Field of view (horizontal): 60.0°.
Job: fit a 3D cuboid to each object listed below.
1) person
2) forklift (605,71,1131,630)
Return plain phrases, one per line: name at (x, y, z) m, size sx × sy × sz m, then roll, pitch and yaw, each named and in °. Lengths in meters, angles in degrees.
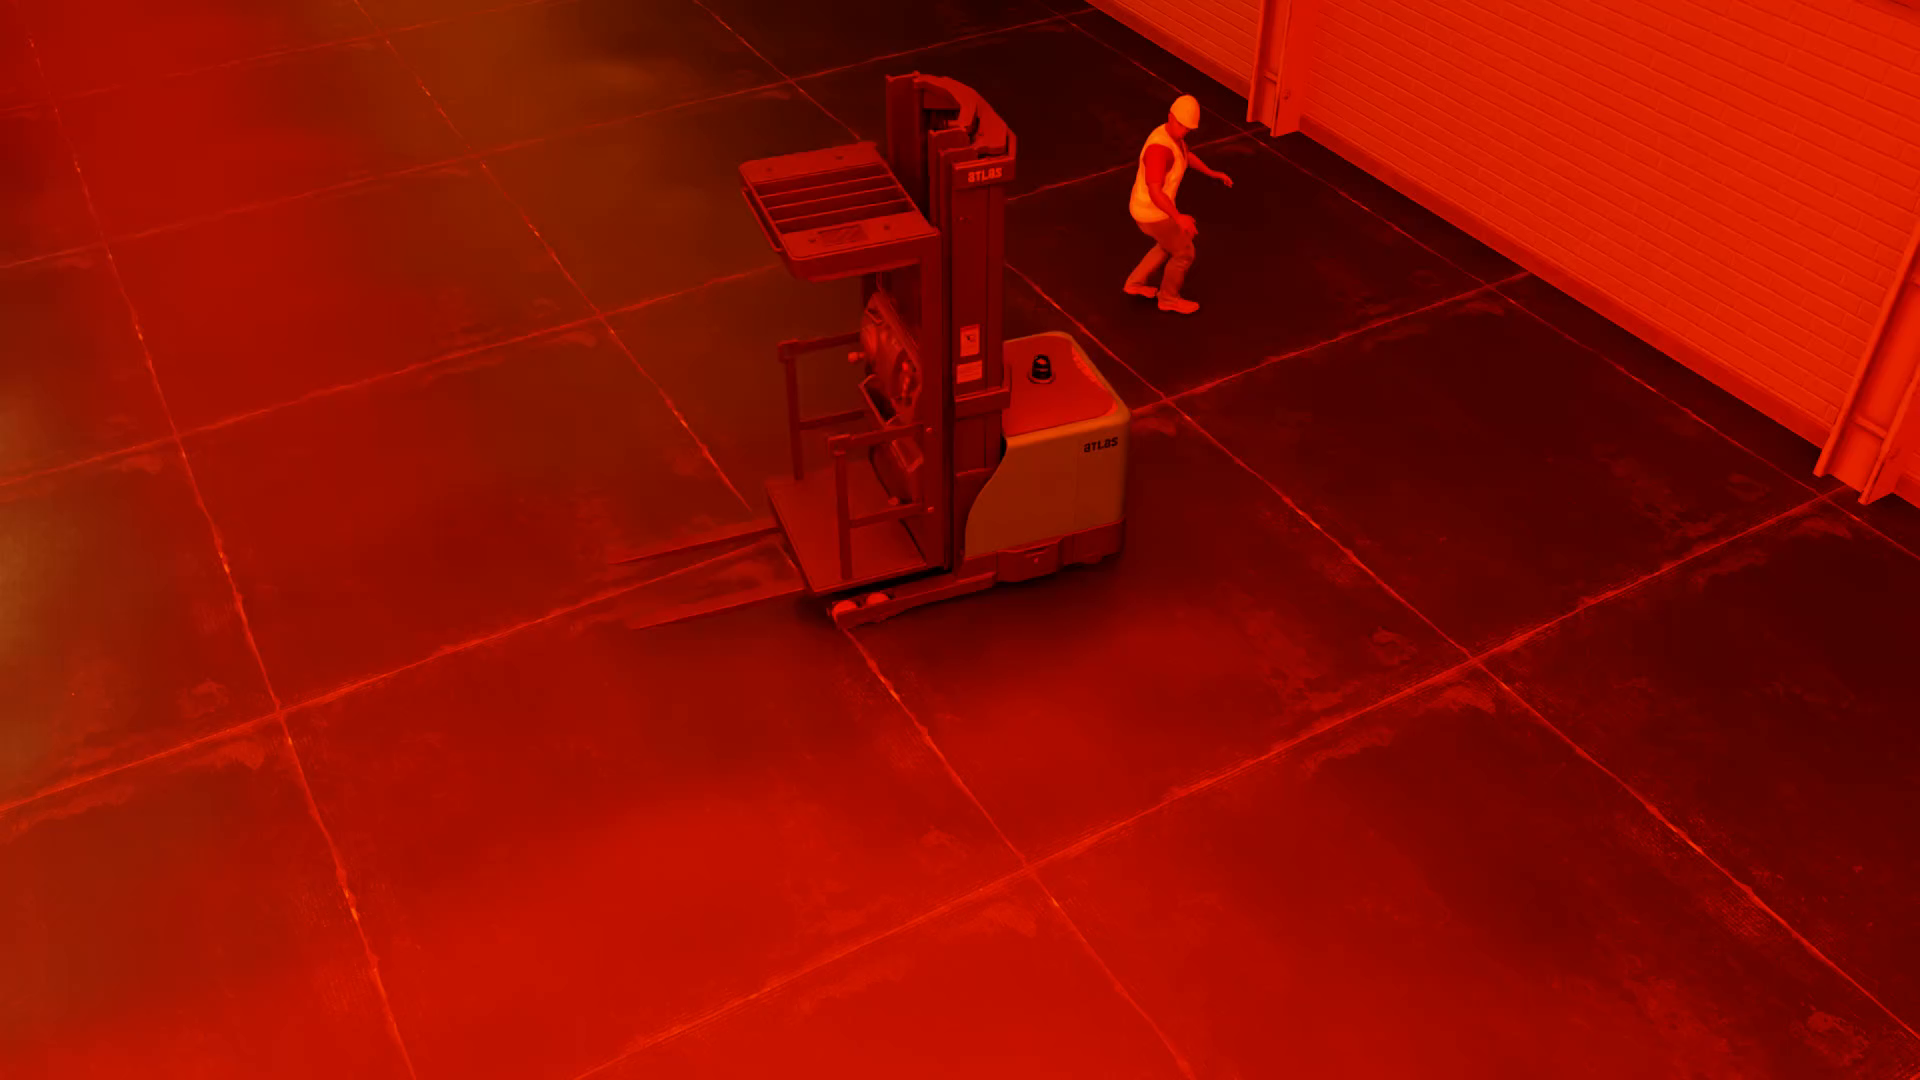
person at (1.593, -2.373, 11.888) m, size 0.749 × 1.656 × 0.874 m, roll 1°, pitch 40°, yaw 2°
forklift at (-0.571, -0.990, 9.230) m, size 3.031 × 2.935 × 1.130 m, roll -13°, pitch 42°, yaw -16°
